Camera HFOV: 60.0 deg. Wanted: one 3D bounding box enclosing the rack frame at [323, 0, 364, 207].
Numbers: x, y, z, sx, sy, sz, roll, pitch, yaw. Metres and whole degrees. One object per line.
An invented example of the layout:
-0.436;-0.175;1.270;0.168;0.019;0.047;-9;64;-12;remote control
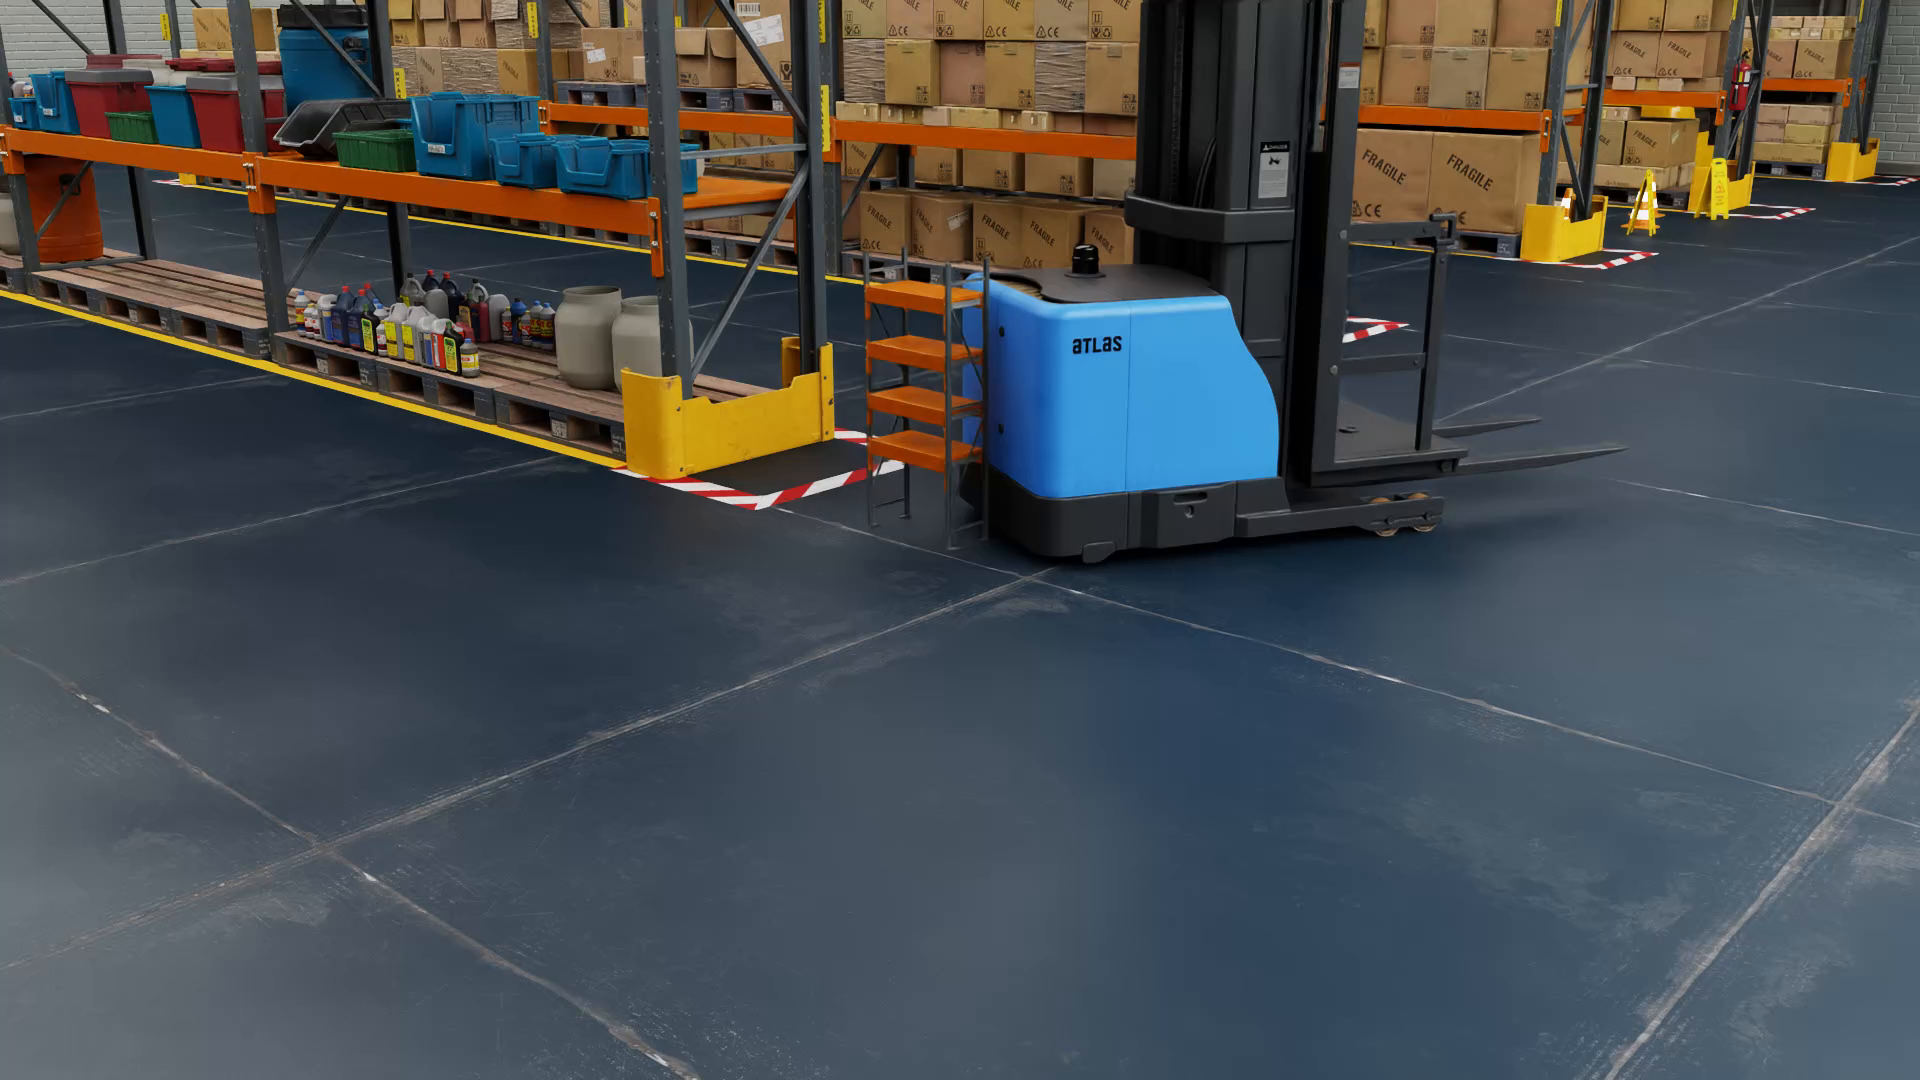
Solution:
-6.755;-5.403;19.178;0.127;3.000;1.000;15;23;39;rack frame

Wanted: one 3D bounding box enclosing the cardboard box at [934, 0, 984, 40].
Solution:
0.145;-4.114;12.808;0.500;0.500;0.500;15;23;39;cardboard box

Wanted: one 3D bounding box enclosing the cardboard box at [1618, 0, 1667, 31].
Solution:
7.898;-6.058;18.933;0.500;0.500;0.700;15;23;40;cardboard box

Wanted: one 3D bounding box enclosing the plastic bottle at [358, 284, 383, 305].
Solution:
-3.635;-1.400;10.216;0.185;0.351;0.144;15;23;39;plastic bottle

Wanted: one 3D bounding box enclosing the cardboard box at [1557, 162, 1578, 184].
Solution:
7.238;-4.437;19.984;0.500;0.250;0.500;14;22;37;cardboard box

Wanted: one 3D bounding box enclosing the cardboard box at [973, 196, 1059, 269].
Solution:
0.451;-2.496;13.456;0.500;0.500;0.500;13;22;34;cardboard box

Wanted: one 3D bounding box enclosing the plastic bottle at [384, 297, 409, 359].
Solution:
-3.271;-1.244;9.725;0.185;0.351;0.144;15;23;39;plastic bottle

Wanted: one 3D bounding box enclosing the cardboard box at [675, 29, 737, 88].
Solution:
-2.129;-4.373;15.069;0.797;0.503;0.637;-15;23;-40;cardboard box

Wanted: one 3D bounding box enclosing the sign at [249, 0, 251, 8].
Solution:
-9.376;-6.991;21.876;0.005;0.325;0.100;15;23;39;sign

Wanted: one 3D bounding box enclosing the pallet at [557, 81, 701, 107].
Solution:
-3.159;-4.390;16.302;1.003;0.211;1.213;15;23;39;pallet

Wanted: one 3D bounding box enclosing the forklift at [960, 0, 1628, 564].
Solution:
1.572;-1.555;7.165;3.031;2.935;1.130;-6;19;-19;forklift

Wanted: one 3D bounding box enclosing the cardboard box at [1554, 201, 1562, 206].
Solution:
6.478;-3.683;18.471;0.380;0.149;0.250;-6;18;-18;cardboard box

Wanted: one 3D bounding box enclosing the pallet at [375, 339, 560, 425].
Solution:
-2.668;-0.958;9.781;1.213;0.211;1.003;15;23;39;pallet

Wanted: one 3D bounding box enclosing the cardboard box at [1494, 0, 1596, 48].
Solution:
5.337;-4.765;15.135;0.550;0.550;0.875;15;23;39;cardboard box

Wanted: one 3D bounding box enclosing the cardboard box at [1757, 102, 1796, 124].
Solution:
11.153;-5.849;22.781;0.500;0.250;0.500;16;23;40;cardboard box

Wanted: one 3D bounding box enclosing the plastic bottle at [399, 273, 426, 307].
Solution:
-3.482;-1.527;10.615;0.185;0.351;0.144;15;23;39;plastic bottle

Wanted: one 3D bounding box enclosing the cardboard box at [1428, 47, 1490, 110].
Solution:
4.855;-4.337;15.570;0.550;0.550;0.875;15;23;39;cardboard box

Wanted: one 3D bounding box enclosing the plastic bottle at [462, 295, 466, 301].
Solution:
-3.093;-1.465;10.534;0.061;0.283;0.133;-17;24;-42;plastic bottle

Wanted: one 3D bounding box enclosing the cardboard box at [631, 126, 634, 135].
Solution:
-4.640;-5.836;23.579;0.250;0.149;0.380;14;22;37;cardboard box

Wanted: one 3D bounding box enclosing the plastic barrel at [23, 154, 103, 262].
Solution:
-7.428;-2.740;13.679;0.708;0.830;0.600;15;23;39;plastic barrel

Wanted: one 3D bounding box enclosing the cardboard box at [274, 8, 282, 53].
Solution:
-7.648;-5.964;19.463;0.500;0.500;0.500;15;23;40;cardboard box

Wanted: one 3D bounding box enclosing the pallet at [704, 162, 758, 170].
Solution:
-2.804;-5.020;22.581;1.213;0.211;1.003;15;23;39;pallet

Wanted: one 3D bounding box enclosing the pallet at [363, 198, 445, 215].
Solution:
-6.128;-3.936;19.166;1.213;0.211;1.003;15;23;39;pallet

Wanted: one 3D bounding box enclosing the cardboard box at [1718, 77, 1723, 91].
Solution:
8.682;-5.231;19.052;0.250;0.149;0.380;15;23;39;cardboard box

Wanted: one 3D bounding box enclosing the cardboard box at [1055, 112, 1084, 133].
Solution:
0.924;-3.132;12.437;0.250;0.149;0.380;15;23;39;cardboard box

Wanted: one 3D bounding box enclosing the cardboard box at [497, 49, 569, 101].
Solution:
-4.297;-4.691;16.768;0.500;0.500;0.500;16;24;41;cardboard box

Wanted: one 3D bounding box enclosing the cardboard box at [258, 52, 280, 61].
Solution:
-8.030;-5.709;19.897;0.500;0.250;0.500;16;23;40;cardboard box

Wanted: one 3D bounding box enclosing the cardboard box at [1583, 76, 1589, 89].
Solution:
7.374;-5.384;19.532;0.250;0.149;0.380;15;23;39;cardboard box

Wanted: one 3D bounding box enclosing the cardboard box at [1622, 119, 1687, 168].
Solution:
8.026;-4.585;19.211;0.500;0.500;0.500;15;23;40;cardboard box

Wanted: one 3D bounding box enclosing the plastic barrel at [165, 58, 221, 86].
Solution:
-5.501;-3.217;12.065;0.433;0.535;0.433;0;18;0;plastic barrel

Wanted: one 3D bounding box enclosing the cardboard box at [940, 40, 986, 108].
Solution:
0.316;-3.696;13.142;0.500;0.500;0.875;15;23;39;cardboard box

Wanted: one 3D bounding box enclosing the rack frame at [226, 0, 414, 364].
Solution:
-4.059;-2.676;10.586;0.127;3.000;1.000;15;23;39;rack frame

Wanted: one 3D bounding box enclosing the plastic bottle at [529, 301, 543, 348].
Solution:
-2.548;-1.306;10.051;0.097;0.271;0.097;0;18;0;plastic bottle

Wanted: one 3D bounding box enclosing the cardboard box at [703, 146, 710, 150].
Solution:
-3.446;-5.492;23.477;0.250;0.149;0.380;14;22;37;cardboard box

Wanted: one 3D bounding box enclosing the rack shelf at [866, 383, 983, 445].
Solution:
-0.142;-0.539;7.049;0.258;0.148;0.480;-17;24;-42;rack shelf

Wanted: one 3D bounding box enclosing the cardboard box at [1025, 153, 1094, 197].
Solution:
1.354;-4.326;18.807;0.750;0.750;1.050;15;23;39;cardboard box

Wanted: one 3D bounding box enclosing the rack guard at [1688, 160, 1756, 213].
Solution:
8.742;-4.060;19.077;0.348;0.500;1.175;15;23;39;rack guard

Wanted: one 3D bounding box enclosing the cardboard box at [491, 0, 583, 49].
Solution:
-4.299;-5.276;16.955;0.637;0.503;0.797;16;24;41;cardboard box

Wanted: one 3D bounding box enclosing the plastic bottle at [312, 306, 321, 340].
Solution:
-3.959;-1.348;10.300;0.097;0.201;0.097;0;18;0;plastic bottle

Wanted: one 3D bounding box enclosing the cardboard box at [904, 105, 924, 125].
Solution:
-0.233;-3.421;13.347;0.250;0.149;0.380;15;23;39;cardboard box

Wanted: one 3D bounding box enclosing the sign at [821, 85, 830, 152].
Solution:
-0.699;-2.129;8.403;0.005;0.325;0.100;15;23;39;sign

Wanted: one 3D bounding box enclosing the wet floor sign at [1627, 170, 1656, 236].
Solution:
6.924;-3.416;16.808;0.232;0.644;0.267;11;20;30;wet floor sign

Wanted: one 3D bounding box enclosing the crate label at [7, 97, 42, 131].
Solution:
-6.984;-3.230;12.608;0.416;0.233;0.303;15;23;39;crate label

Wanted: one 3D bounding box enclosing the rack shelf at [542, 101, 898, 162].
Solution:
-2.267;-3.856;15.491;4.000;0.370;1.077;15;23;39;rack shelf

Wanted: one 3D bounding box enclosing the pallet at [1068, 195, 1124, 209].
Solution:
1.969;-3.708;18.445;1.213;0.211;1.003;15;23;39;pallet

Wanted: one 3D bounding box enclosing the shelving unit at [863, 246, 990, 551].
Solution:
-0.142;-0.603;7.029;0.258;1.200;0.503;-17;24;-42;shelving unit

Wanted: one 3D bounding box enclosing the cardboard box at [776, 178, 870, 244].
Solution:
-1.216;-2.943;14.832;0.500;0.500;0.700;13;22;35;cardboard box

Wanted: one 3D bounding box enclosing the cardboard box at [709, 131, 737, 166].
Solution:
-3.010;-5.305;22.308;0.500;0.500;0.500;16;24;41;cardboard box

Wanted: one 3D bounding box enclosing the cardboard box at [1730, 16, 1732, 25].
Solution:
10.661;-7.116;22.846;0.250;0.149;0.380;16;23;40;cardboard box

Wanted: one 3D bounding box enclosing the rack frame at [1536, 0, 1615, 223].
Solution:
5.588;-4.096;15.058;0.127;3.000;1.000;15;23;39;rack frame

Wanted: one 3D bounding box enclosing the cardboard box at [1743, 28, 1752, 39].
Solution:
10.872;-6.929;22.747;0.250;0.149;0.380;14;22;38;cardboard box

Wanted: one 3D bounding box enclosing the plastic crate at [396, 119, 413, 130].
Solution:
-3.051;-2.445;10.102;0.616;0.251;0.499;15;23;39;plastic crate

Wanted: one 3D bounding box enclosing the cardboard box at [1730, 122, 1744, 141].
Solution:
10.751;-5.717;23.191;0.500;0.250;0.500;14;23;38;cardboard box
